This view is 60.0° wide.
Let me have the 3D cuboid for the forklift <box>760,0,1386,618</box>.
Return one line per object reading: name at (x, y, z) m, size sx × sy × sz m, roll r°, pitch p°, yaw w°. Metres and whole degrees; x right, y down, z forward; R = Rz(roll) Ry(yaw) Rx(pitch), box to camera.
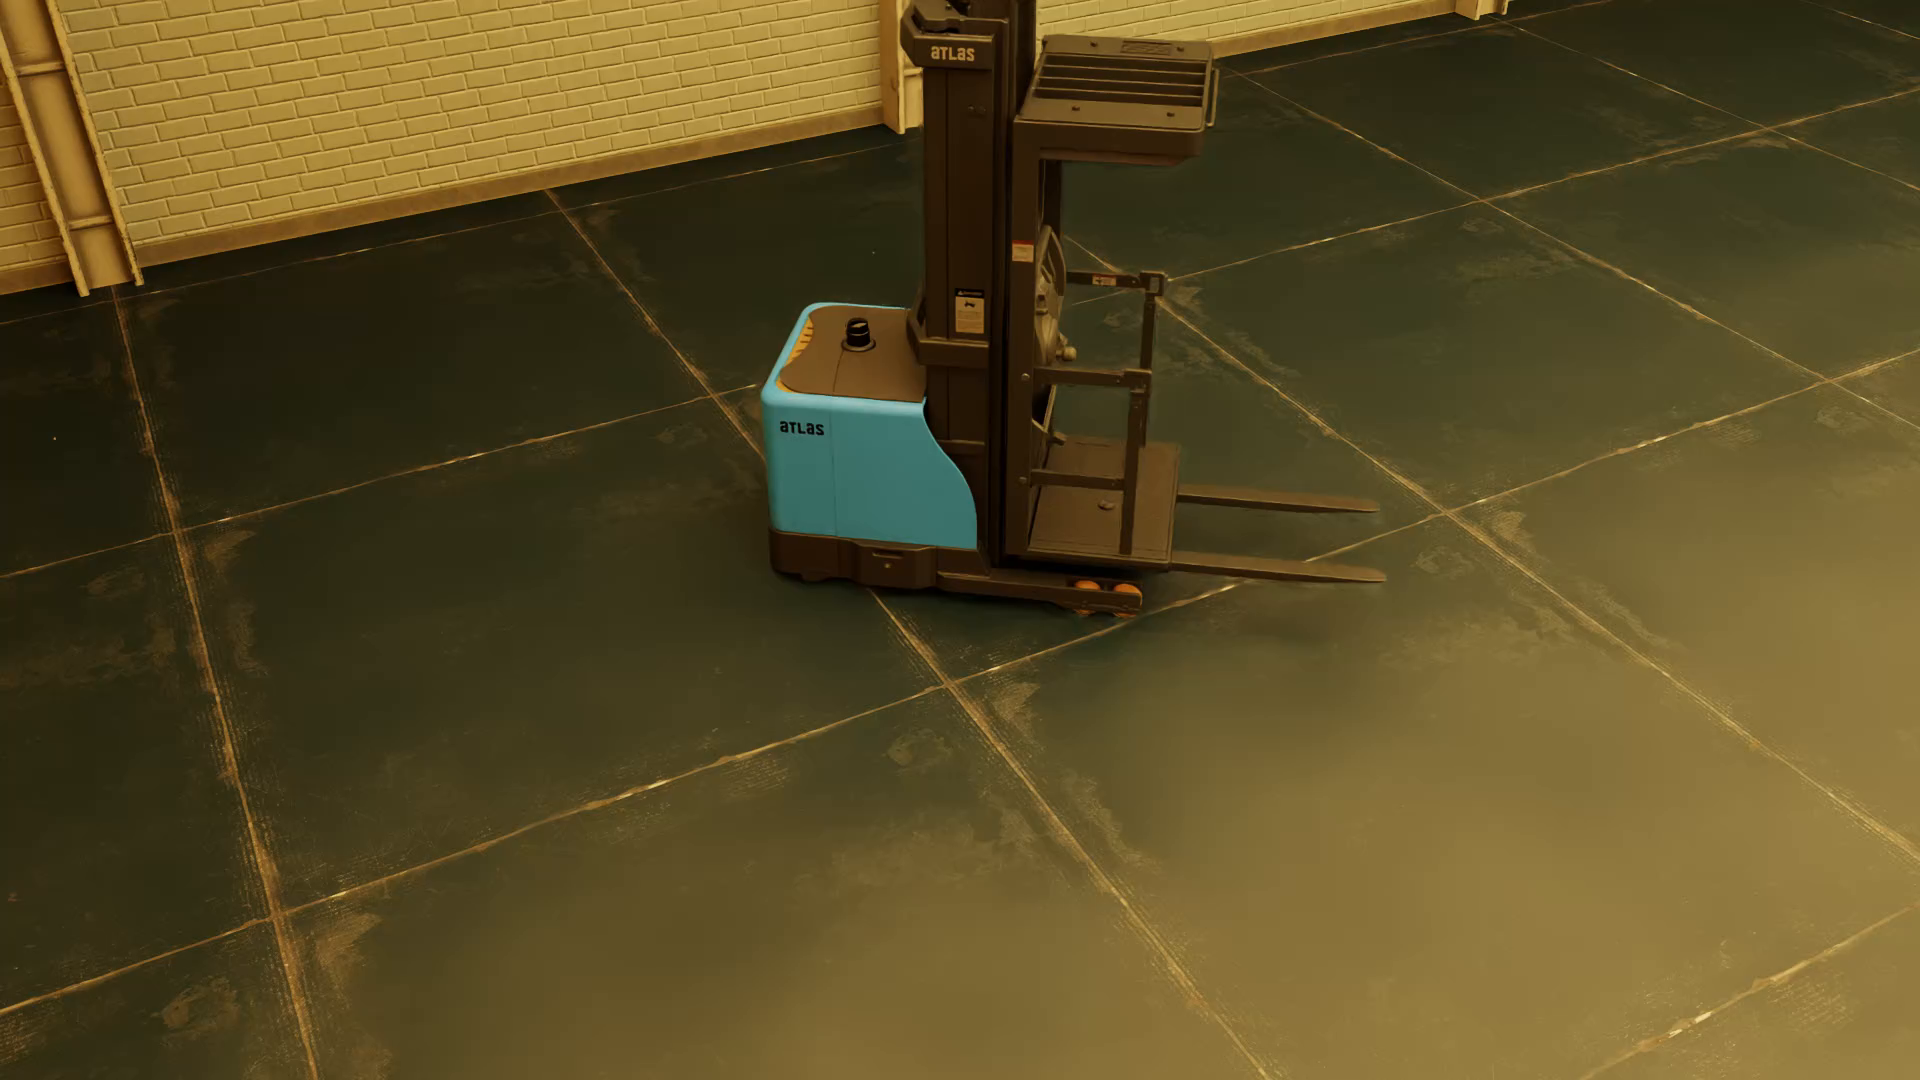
forklift at (0.606, -1.146, 7.745) m, size 3.031 × 2.935 × 1.130 m, roll 5°, pitch 36°, yaw 7°
